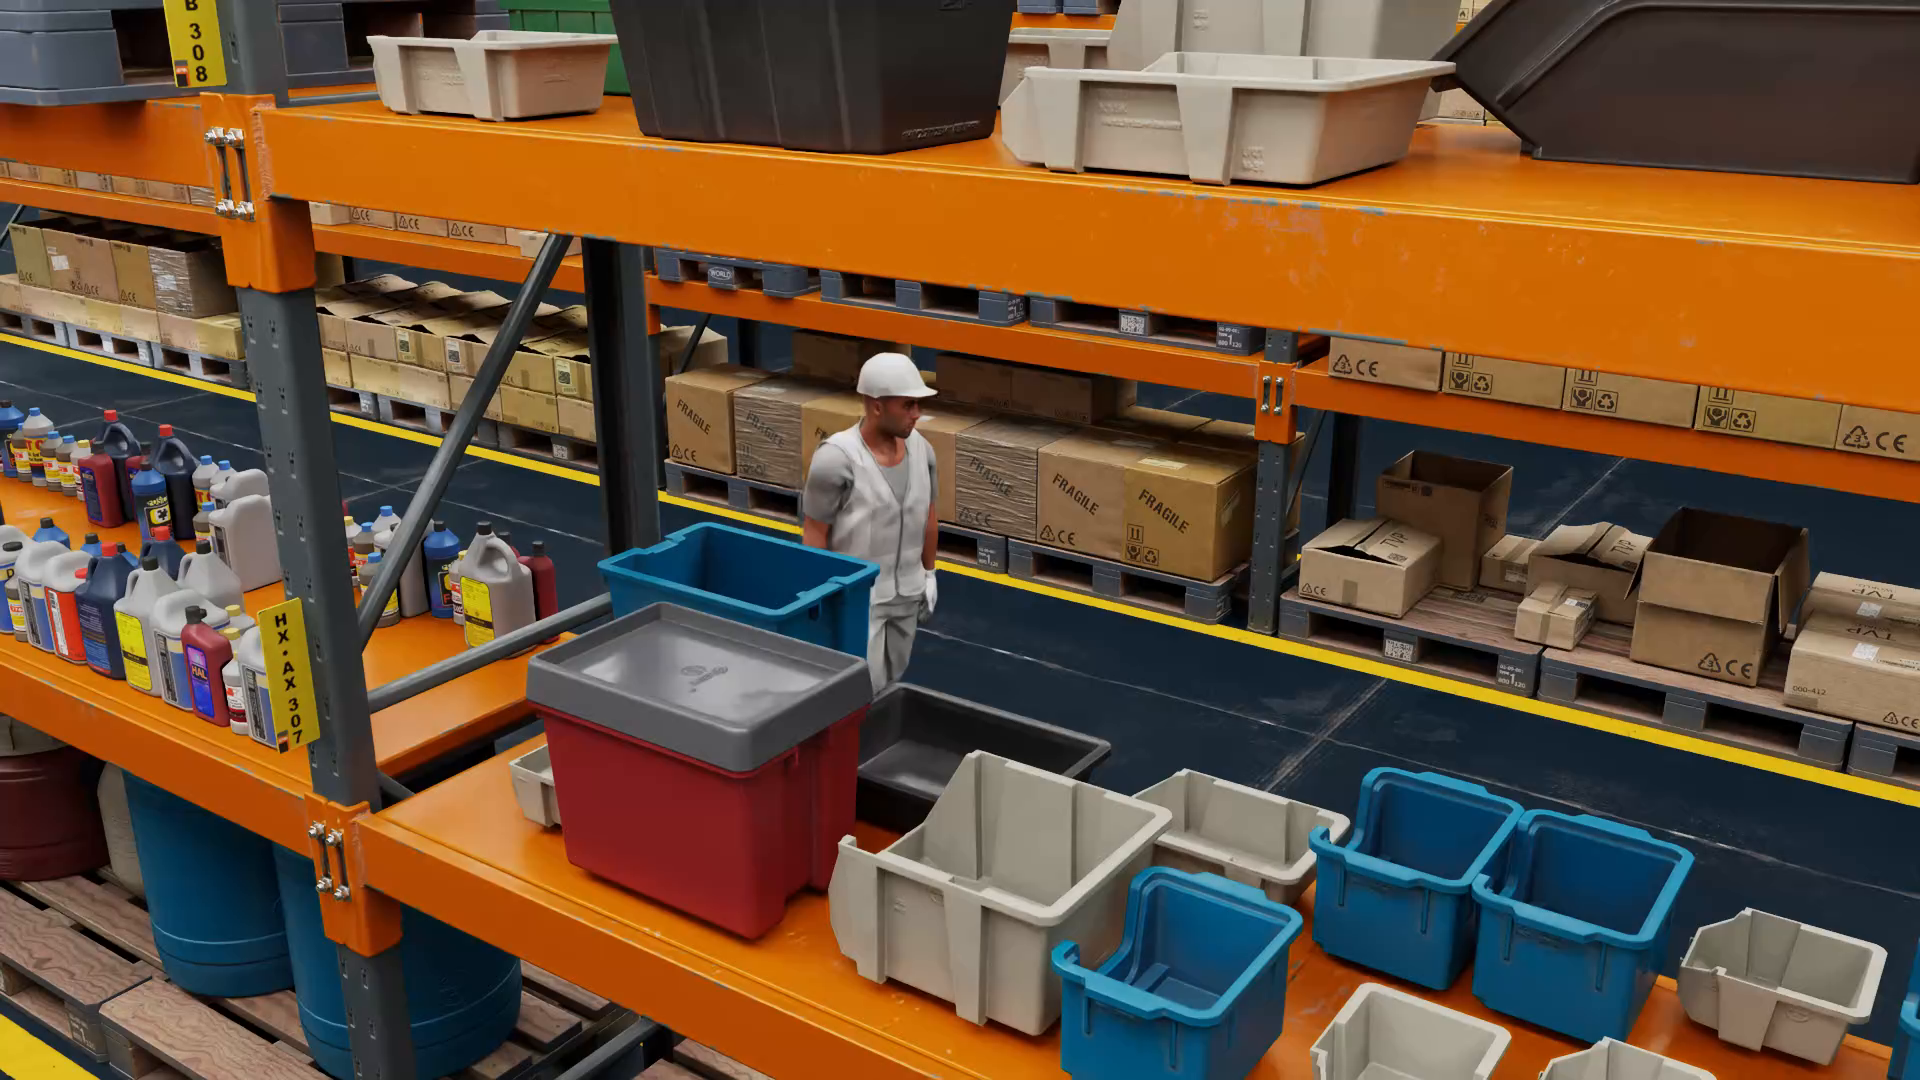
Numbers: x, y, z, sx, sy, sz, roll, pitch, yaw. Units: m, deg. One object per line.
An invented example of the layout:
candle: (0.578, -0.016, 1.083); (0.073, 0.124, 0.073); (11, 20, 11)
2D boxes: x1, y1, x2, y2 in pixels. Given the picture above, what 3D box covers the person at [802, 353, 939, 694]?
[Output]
person: (-0.329, 0.203, 5.933); (0.647, 1.784, 0.474); (-16, 25, -38)
